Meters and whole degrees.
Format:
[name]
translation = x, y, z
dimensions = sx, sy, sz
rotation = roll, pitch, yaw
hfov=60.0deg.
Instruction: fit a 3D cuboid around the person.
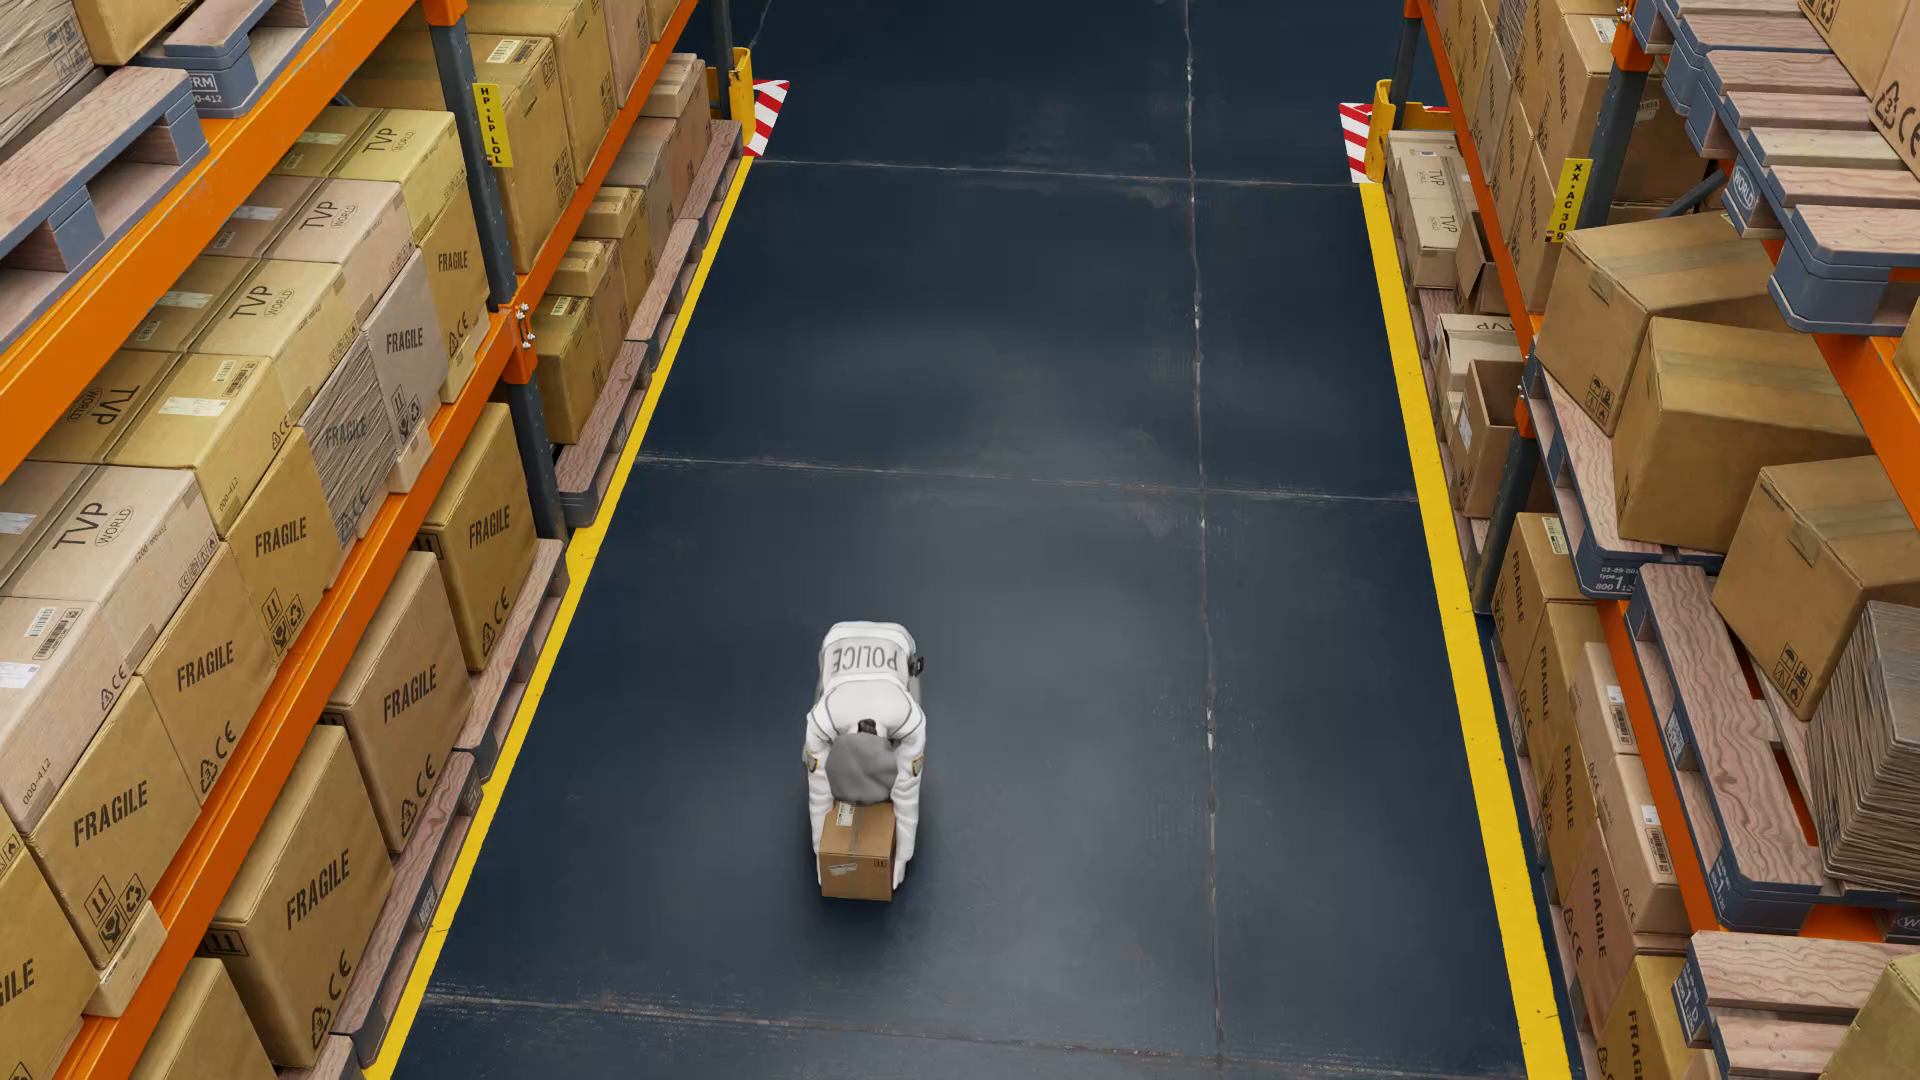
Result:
[person]
translation = -0.340, 0.731, 6.005
dimensions = 0.456, 0.776, 0.909
rotation = 2, 40, 3
